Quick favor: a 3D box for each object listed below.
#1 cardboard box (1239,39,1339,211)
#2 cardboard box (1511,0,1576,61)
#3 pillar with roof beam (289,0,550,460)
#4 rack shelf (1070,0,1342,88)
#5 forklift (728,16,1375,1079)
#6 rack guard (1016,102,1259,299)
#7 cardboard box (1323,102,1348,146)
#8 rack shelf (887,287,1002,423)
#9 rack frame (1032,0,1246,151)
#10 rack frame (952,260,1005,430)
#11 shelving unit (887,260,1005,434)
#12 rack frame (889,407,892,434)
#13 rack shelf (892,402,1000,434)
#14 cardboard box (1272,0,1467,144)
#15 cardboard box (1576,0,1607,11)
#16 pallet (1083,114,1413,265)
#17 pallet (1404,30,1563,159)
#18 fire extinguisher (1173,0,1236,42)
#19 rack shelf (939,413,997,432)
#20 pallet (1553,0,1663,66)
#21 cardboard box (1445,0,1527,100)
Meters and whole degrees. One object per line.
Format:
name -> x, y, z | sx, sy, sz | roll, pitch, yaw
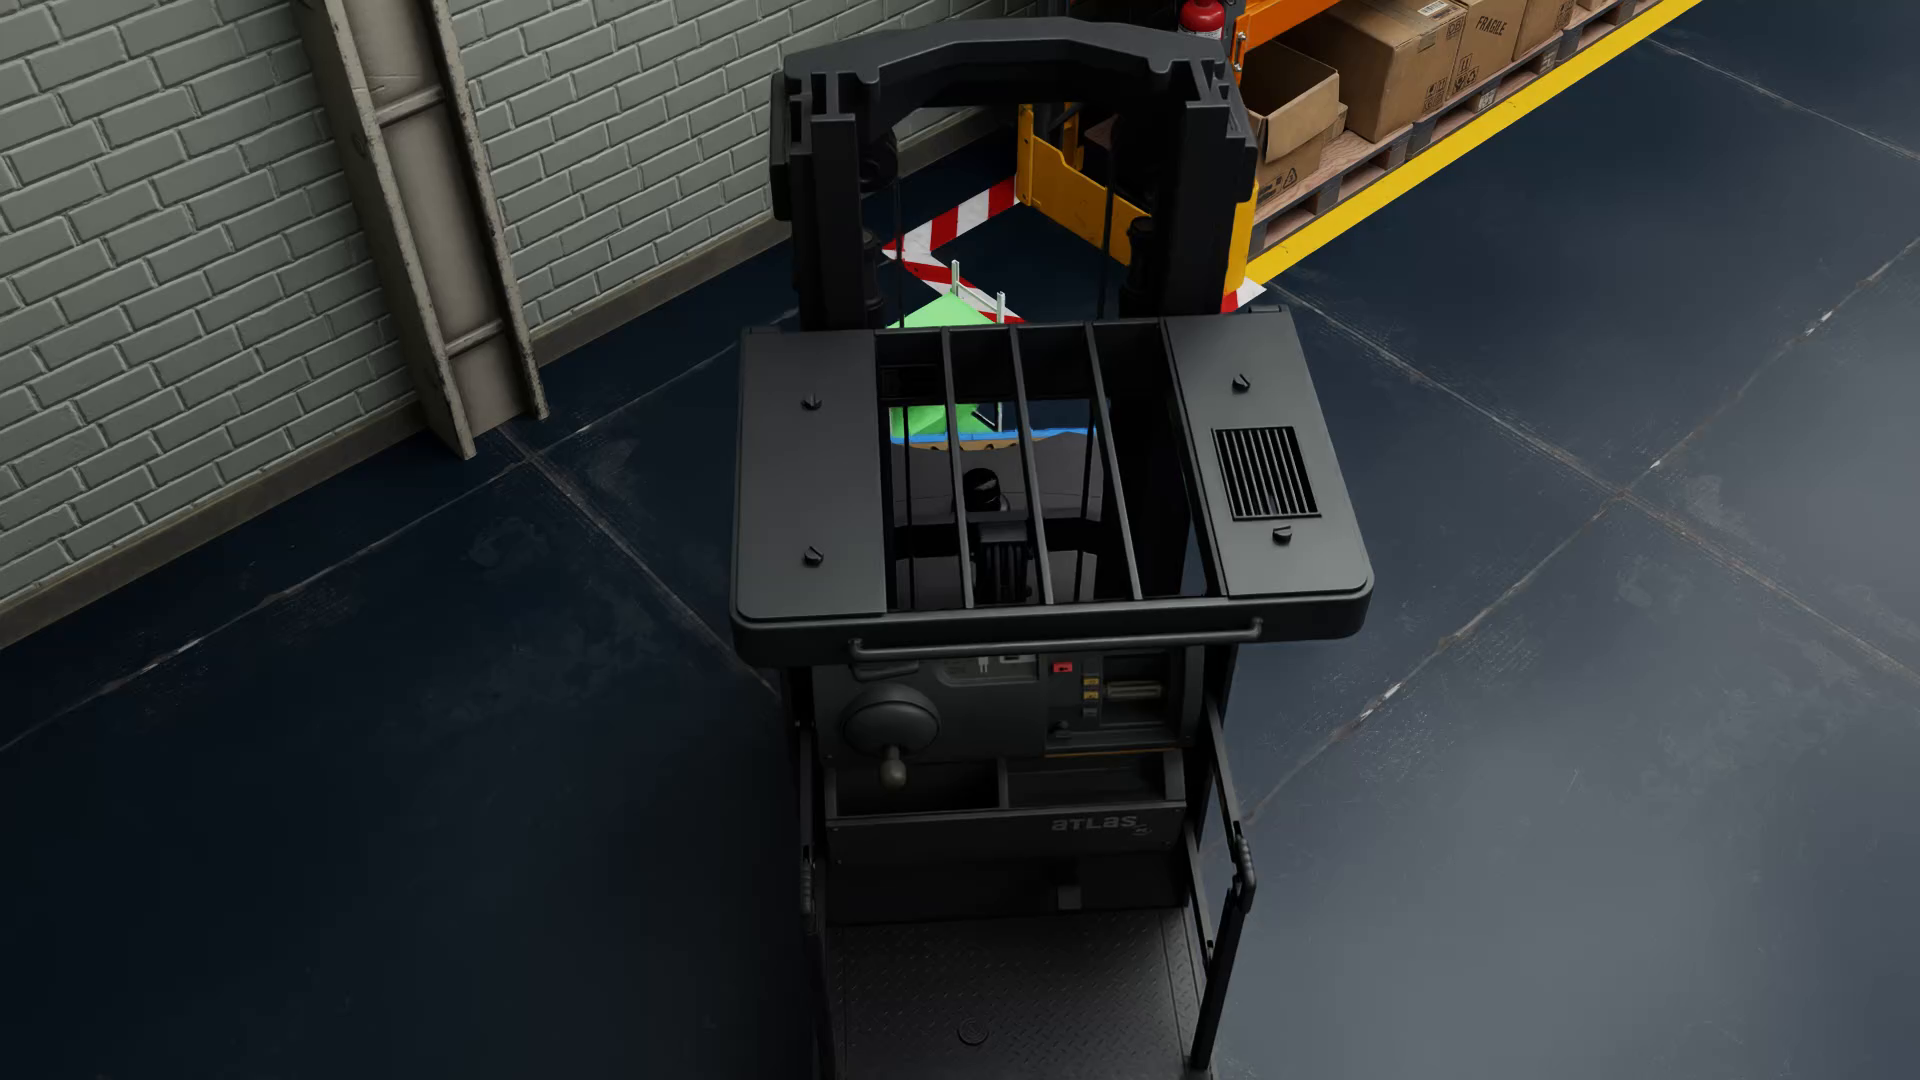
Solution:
cardboard box -> 1.213, -1.899, 7.374 | 0.637, 0.503, 0.797 | -36, 57, -28
cardboard box -> 2.640, -2.813, 8.220 | 0.500, 0.500, 0.700 | -36, 57, -28
pillar with roof beam -> 0.992, -1.203, 1.237 | 0.400, 9.000, 9.100 | -34, 56, -27
rack shelf -> 2.177, -3.098, 7.557 | 4.000, 0.370, 1.077 | -34, 56, -27
forklift -> 0.132, 0.479, 3.814 | 1.130, 2.935, 3.031 | -3, 47, -3
rack guard -> 0.753, -1.543, 7.333 | 0.348, 0.500, 1.175 | -34, 56, -27
cardboard box -> 1.554, -1.968, 7.679 | 0.250, 0.149, 0.380 | -36, 57, -28
rack shelf -> -0.122, -0.607, 5.428 | 0.480, 0.148, 0.258 | -34, 56, -27
rack frame -> 0.697, -2.353, 6.380 | 0.127, 3.000, 1.000 | -34, 56, -27
rack frame -> 0.058, -0.446, 5.845 | 0.015, 1.200, 0.240 | -34, 56, -27
shelving unit -> -0.122, -0.325, 5.733 | 0.503, 1.200, 0.258 | -34, 56, -27
rack frame -> -0.303, -0.204, 5.622 | 0.015, 1.200, 0.240 | -34, 56, -27
rack shelf -> -0.122, -0.444, 5.604 | 0.480, 0.148, 0.258 | -34, 56, -27
cardboard box -> 1.872, -2.300, 7.746 | 0.500, 0.500, 0.700 | -32, 55, -26
cardboard box -> 3.178, -2.934, 8.491 | 0.258, 0.266, 0.396 | -32, 55, -26
pallet -> 1.342, -1.839, 7.804 | 1.213, 0.211, 1.003 | -34, 56, -27
pallet -> 2.245, -2.439, 8.357 | 1.213, 0.211, 1.003 | -34, 56, -27
fire extinguisher -> 0.899, -1.876, 6.246 | 0.183, 0.674, 0.296 | -34, 56, -27
rack shelf -> -0.122, -0.282, 5.780 | 0.480, 0.148, 0.258 | -34, 56, -27
pallet -> 3.148, -3.046, 8.917 | 1.213, 0.211, 1.003 | -34, 56, -27
cardboard box -> 2.330, -2.507, 7.937 | 0.500, 0.500, 0.500 | -33, 55, -27
